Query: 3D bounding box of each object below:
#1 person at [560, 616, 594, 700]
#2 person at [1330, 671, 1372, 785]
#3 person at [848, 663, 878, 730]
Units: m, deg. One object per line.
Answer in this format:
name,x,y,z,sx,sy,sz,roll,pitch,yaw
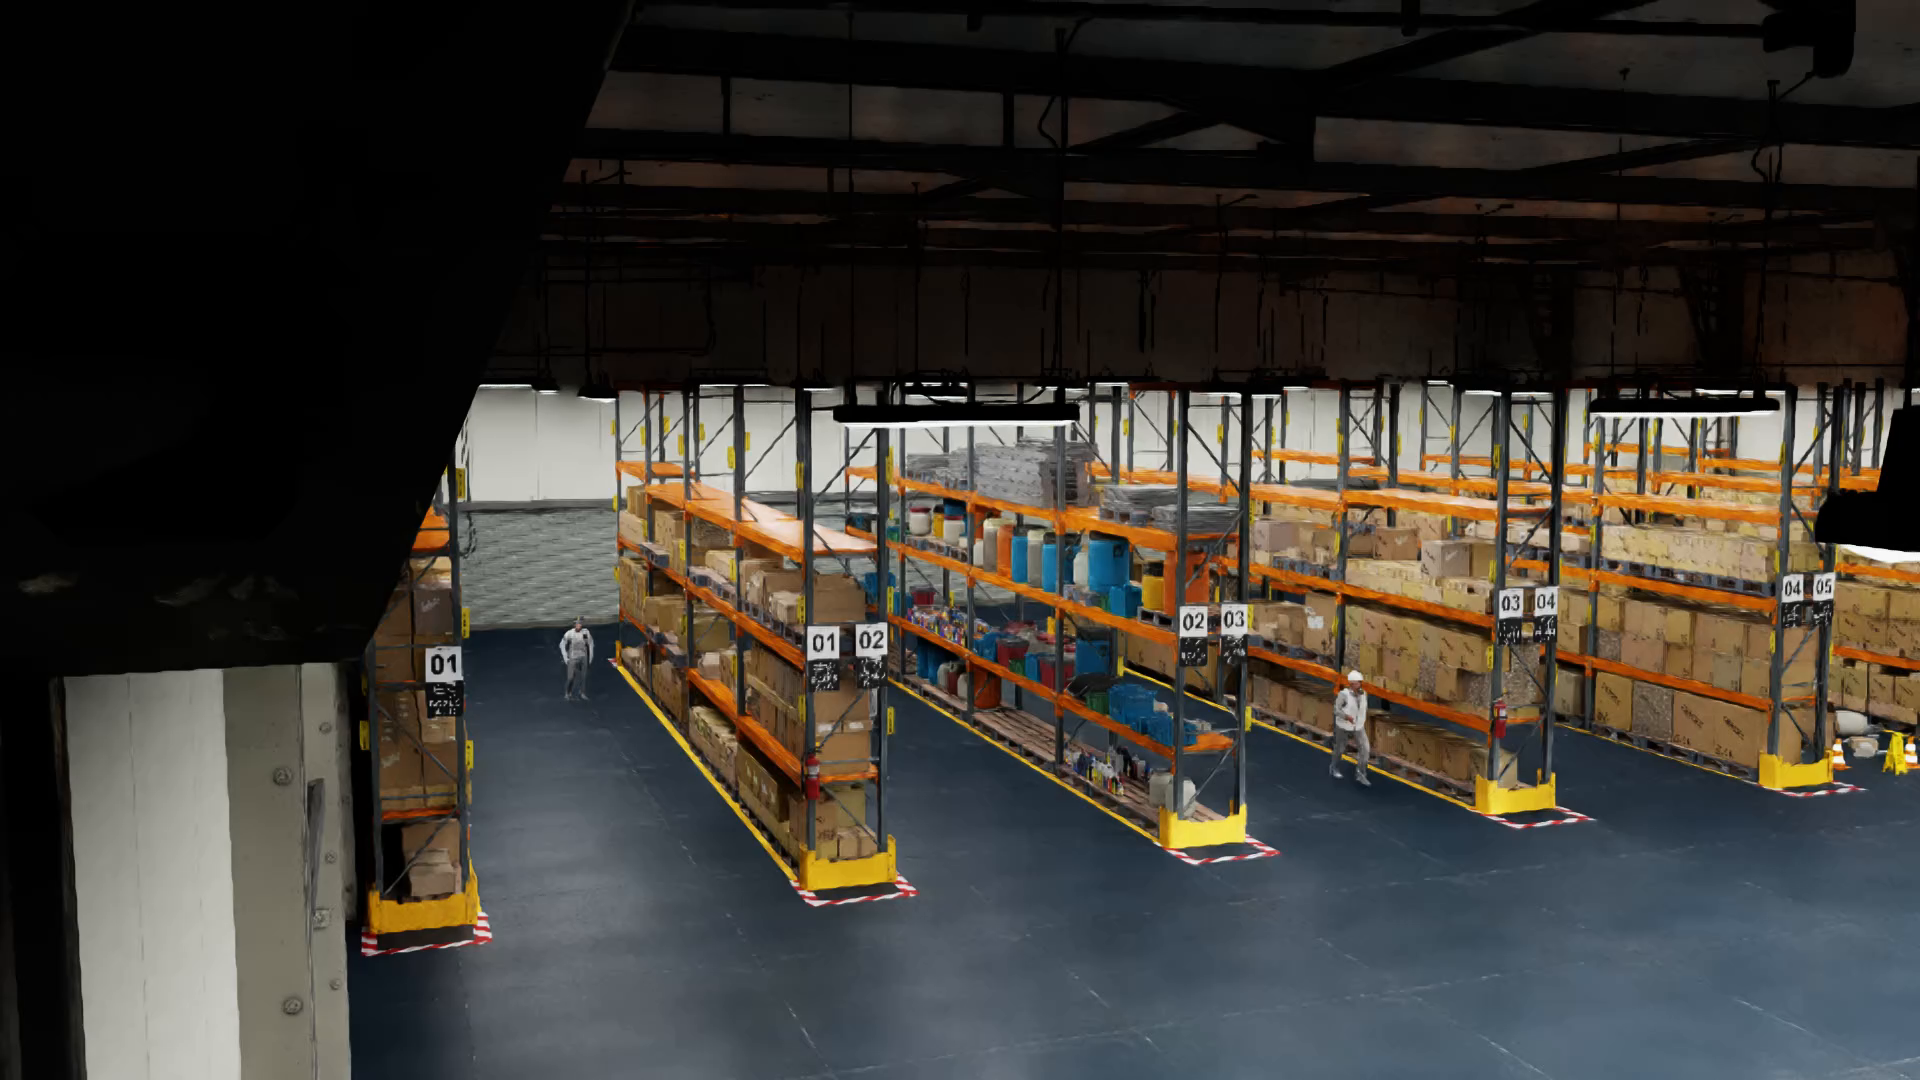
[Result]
person,-7.208,2.219,31.343,0.639,1.628,0.512,-2,6,-21
person,5.941,2.813,25.252,0.679,1.709,0.866,-2,6,-14
person,-1.589,2.443,28.689,0.677,1.742,0.552,-2,6,-21
